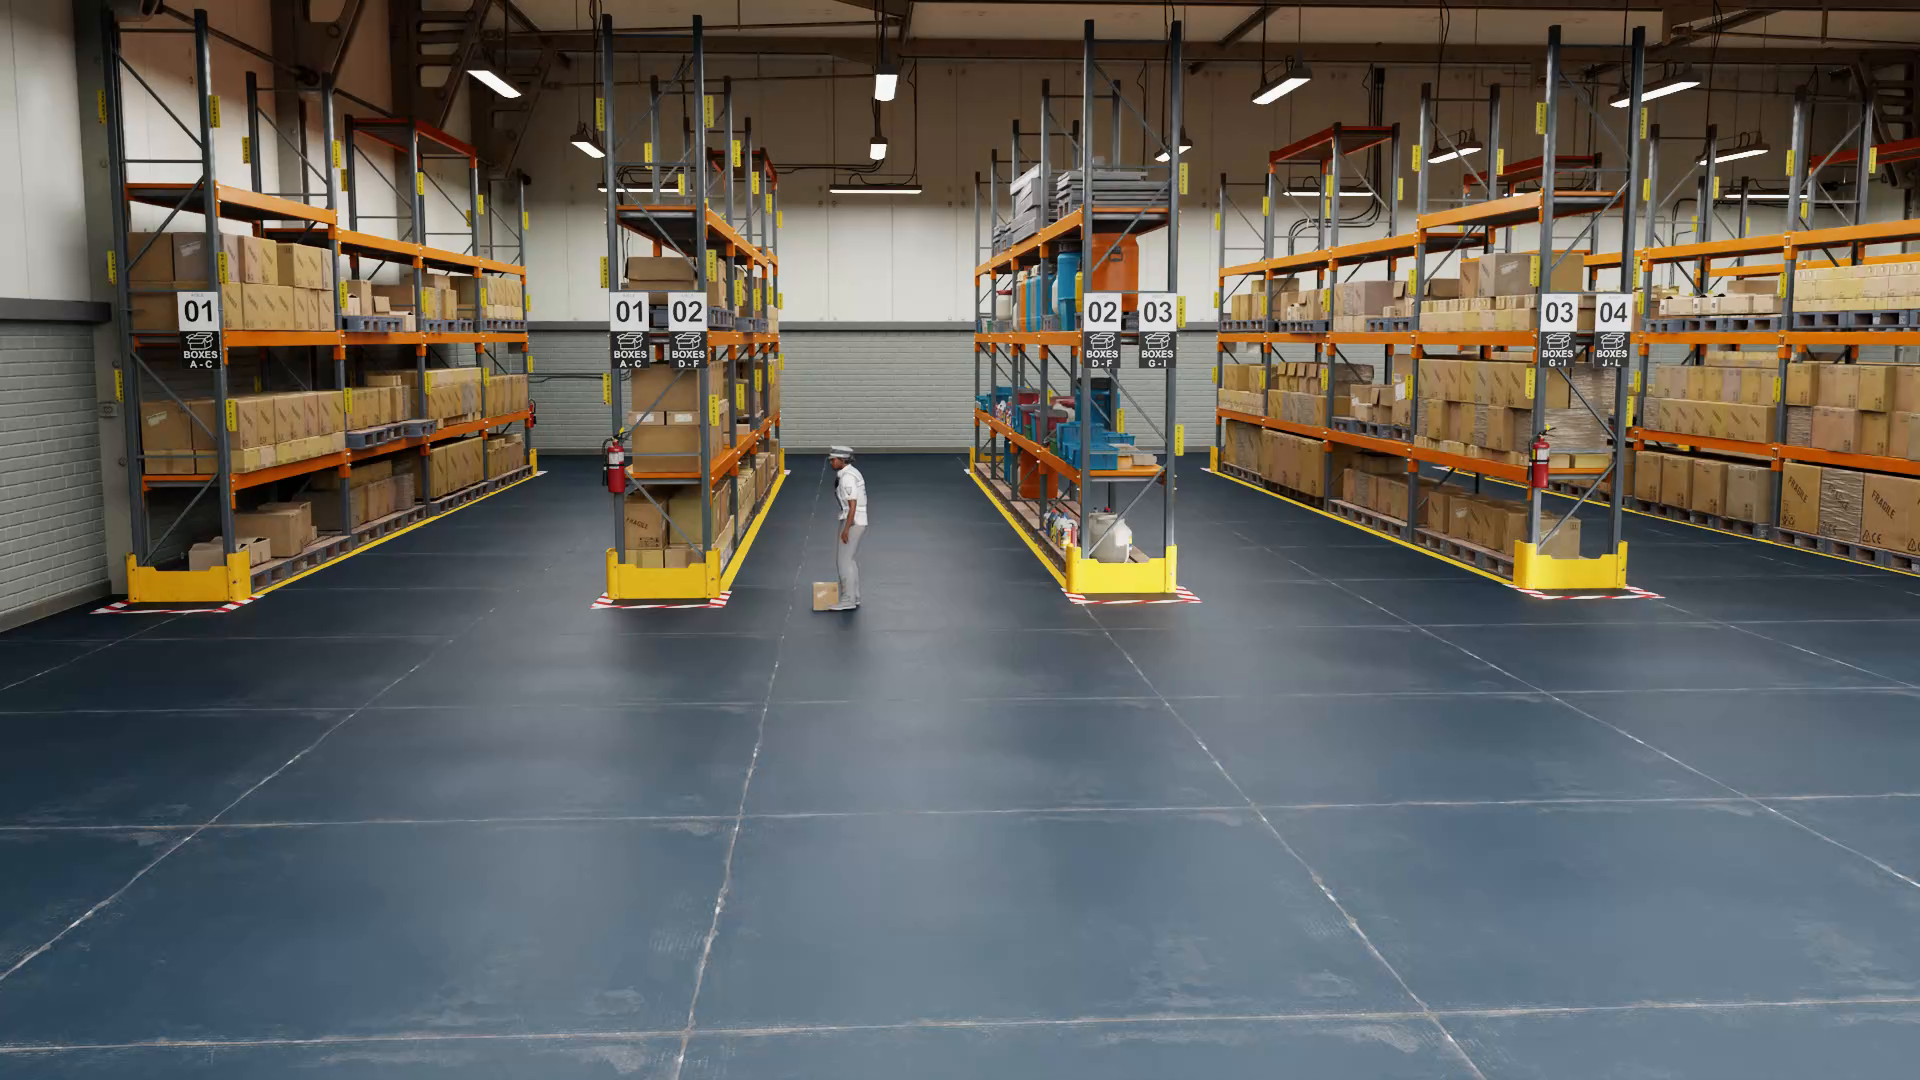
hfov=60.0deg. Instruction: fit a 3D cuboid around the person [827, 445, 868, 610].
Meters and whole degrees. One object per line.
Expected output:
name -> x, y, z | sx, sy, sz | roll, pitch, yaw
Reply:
person -> -1.146, -0.131, 16.829 | 0.417, 1.659, 0.521 | -1, 7, -5
